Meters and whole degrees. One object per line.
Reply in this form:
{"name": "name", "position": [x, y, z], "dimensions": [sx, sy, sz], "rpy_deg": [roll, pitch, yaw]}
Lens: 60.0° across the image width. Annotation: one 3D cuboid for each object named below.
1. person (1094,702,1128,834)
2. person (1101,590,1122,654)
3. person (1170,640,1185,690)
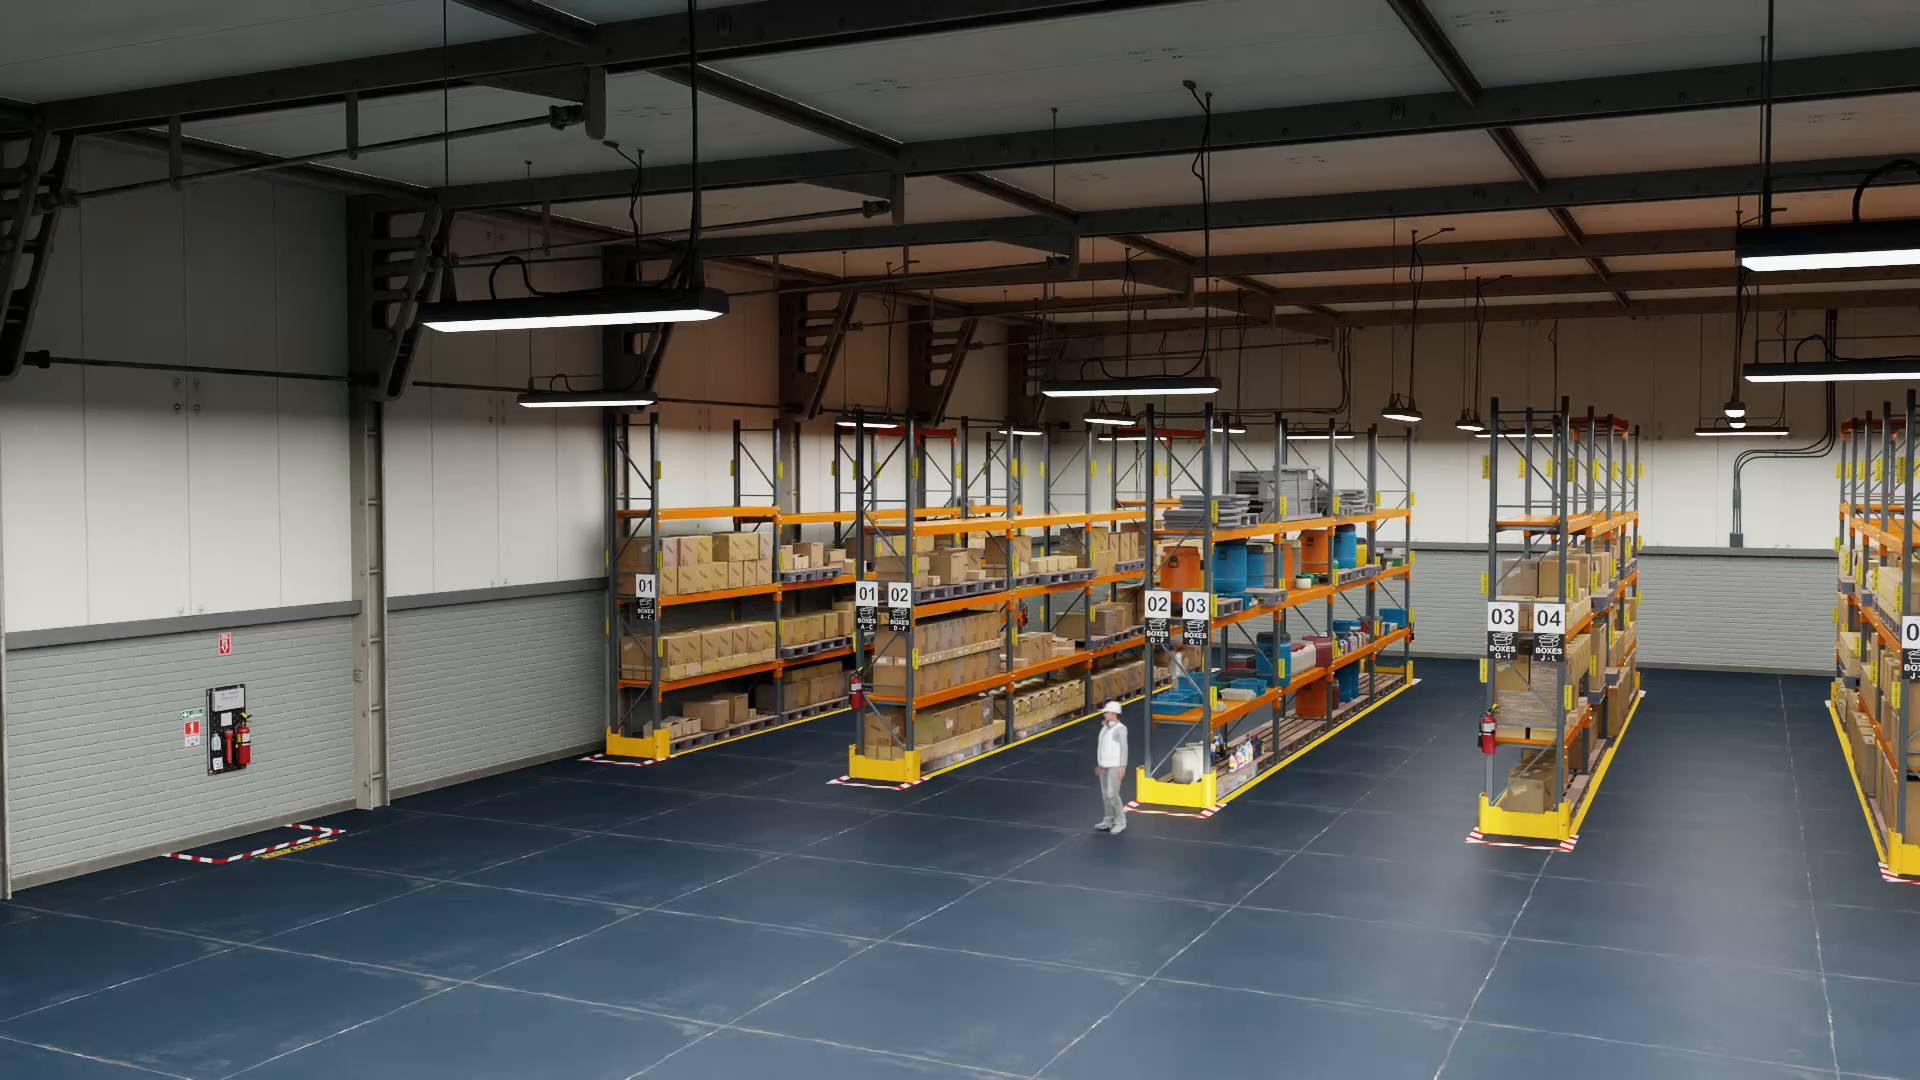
{"name": "person", "position": [2.084, 3.153, 23.082], "dimensions": [0.376, 1.814, 0.567], "rpy_deg": [-1, 3, -24]}
{"name": "person", "position": [4.043, 2.220, 45.291], "dimensions": [0.610, 1.725, 0.924], "rpy_deg": [-2, 3, -37]}
{"name": "person", "position": [4.329, 2.808, 33.221], "dimensions": [0.345, 1.608, 0.471], "rpy_deg": [0, 2, 5]}
